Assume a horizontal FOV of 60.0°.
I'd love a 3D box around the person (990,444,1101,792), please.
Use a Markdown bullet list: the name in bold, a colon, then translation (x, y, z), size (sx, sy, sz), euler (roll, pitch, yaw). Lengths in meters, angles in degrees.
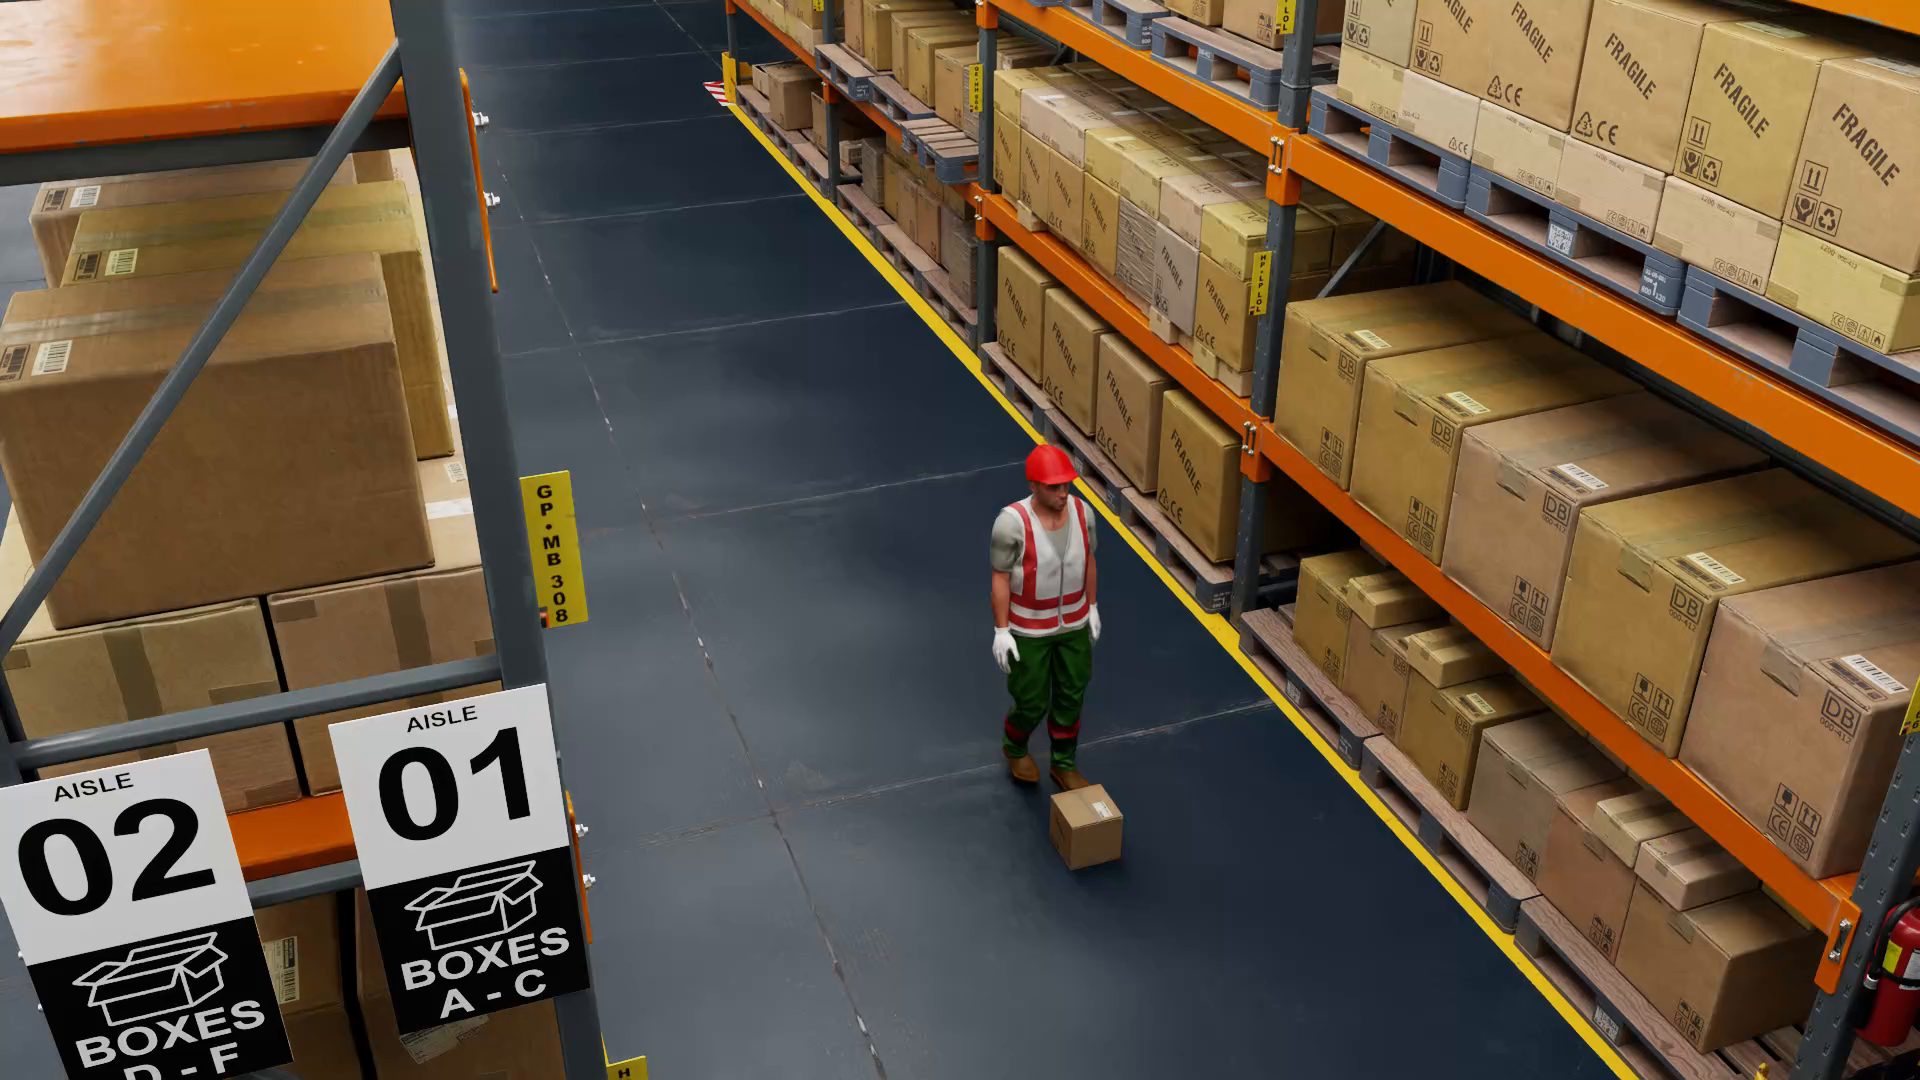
- **person**: translation (0.399, 0.391, 7.602), size (0.579, 1.791, 0.468), euler (-13, 32, -21)
